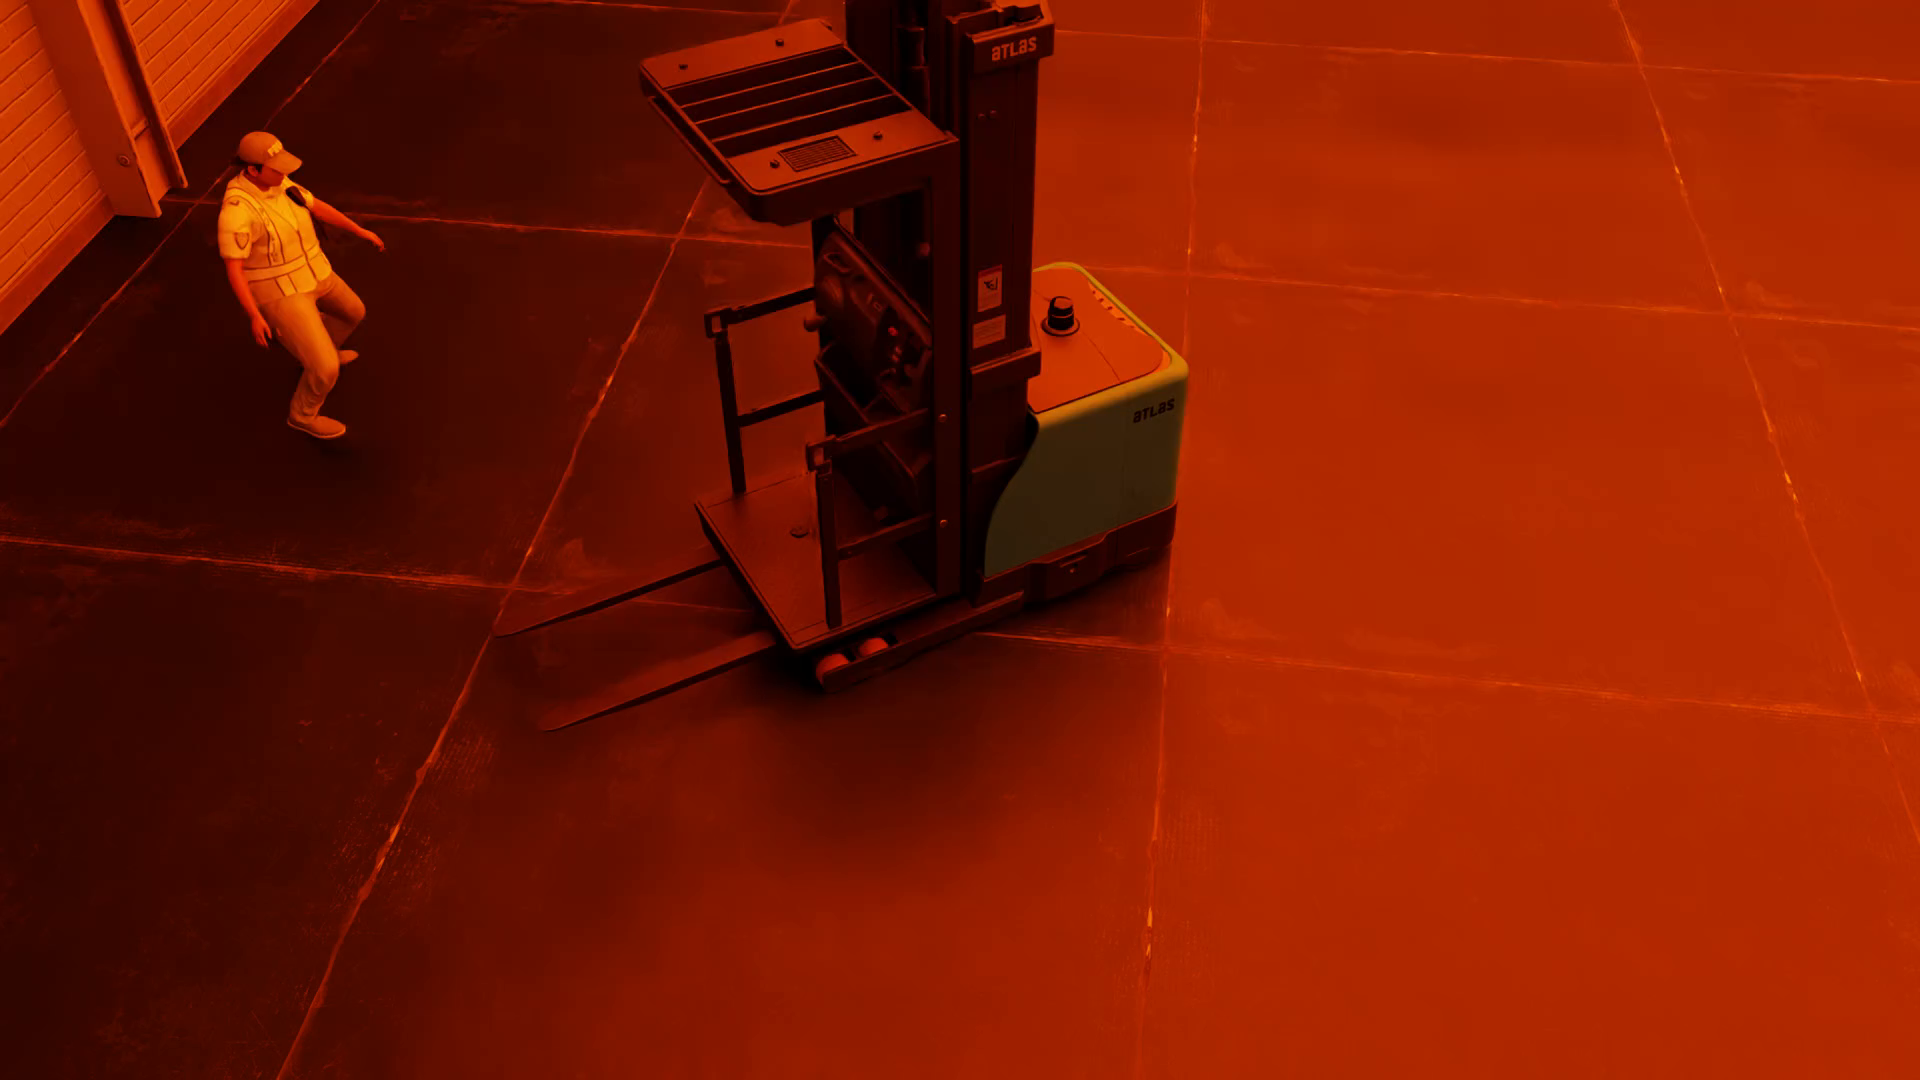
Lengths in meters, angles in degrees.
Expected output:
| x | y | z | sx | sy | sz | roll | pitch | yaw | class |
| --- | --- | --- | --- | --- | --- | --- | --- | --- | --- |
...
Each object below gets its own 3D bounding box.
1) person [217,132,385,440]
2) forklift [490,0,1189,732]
| x | y | z | sx | sy | sz | roll | pitch | yaw | class |
| --- | --- | --- | --- | --- | --- | --- | --- | --- | --- |
| -3.249 | -1.288 | 8.181 | 0.649 | 1.552 | 0.886 | 11 | 44 | 12 | person |
| -0.537 | -0.837 | 6.635 | 3.031 | 2.935 | 1.130 | -21 | 46 | -21 | forklift |
